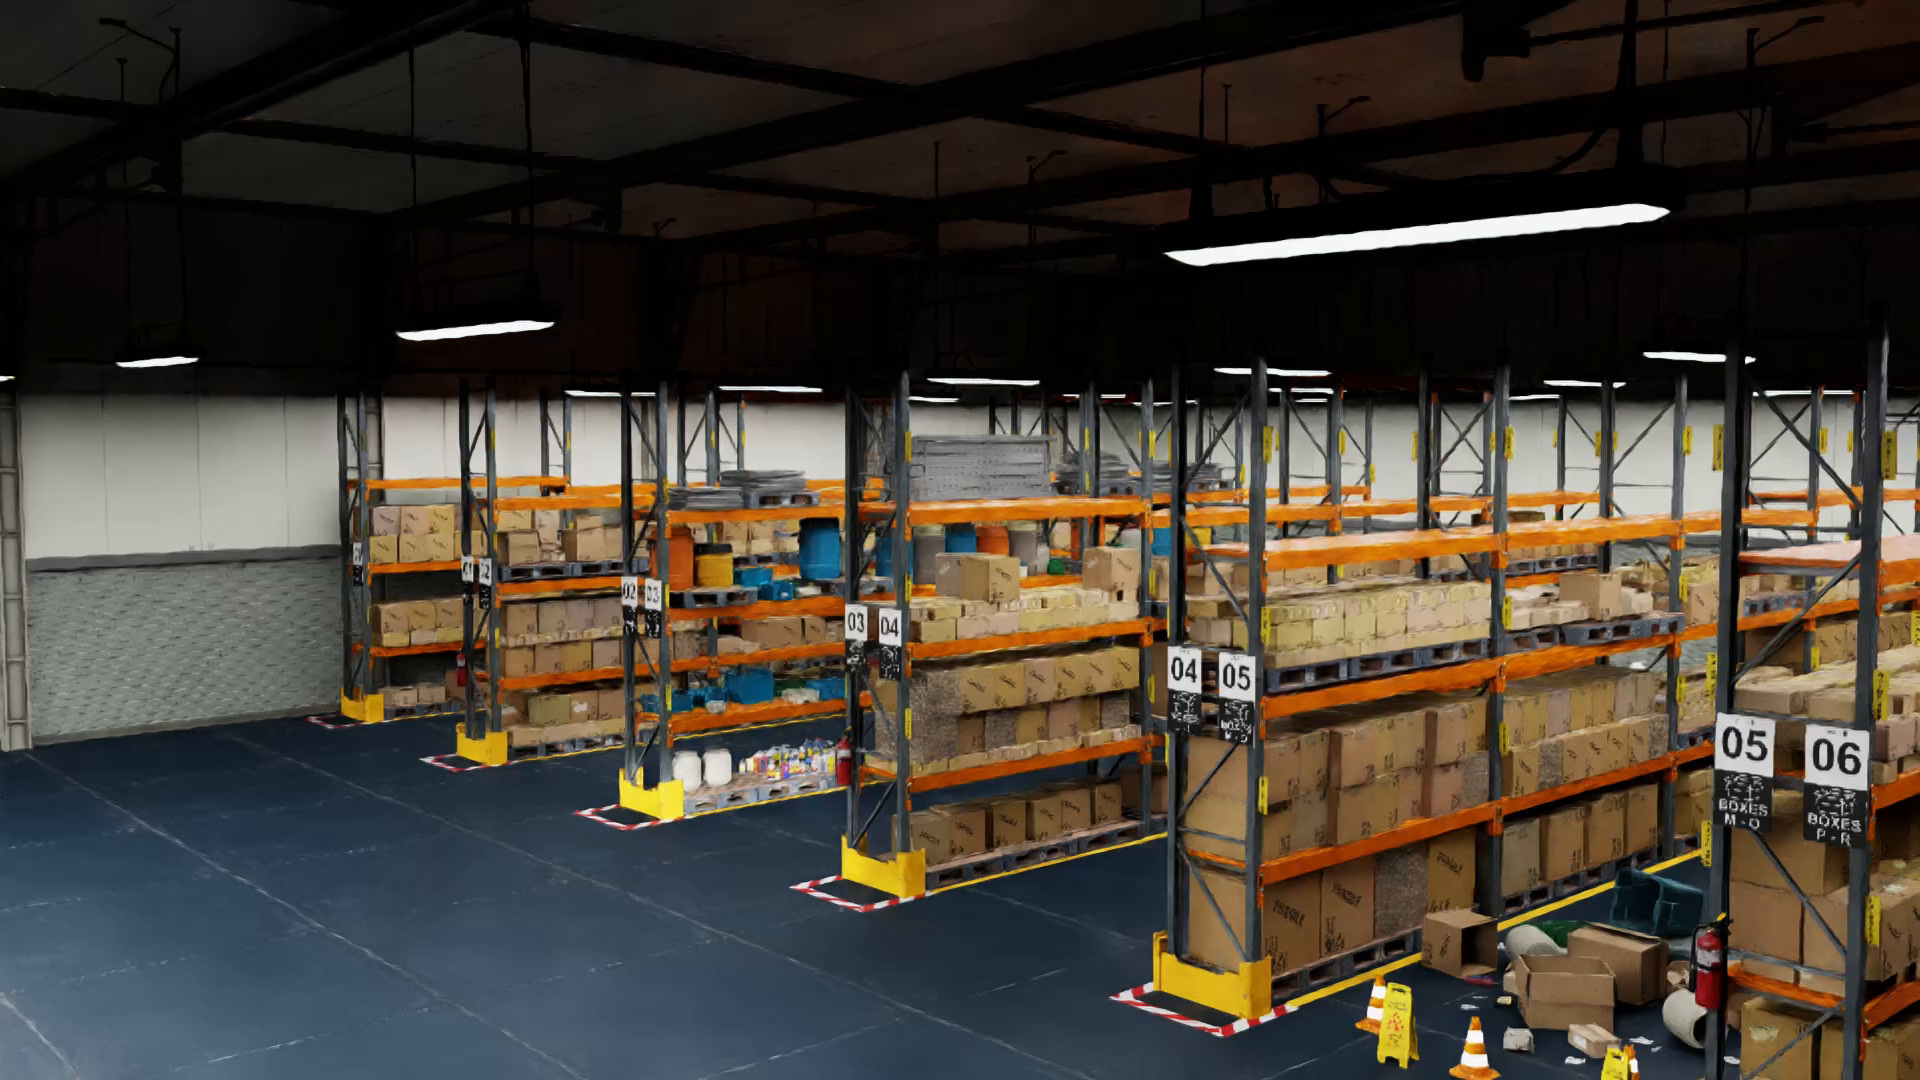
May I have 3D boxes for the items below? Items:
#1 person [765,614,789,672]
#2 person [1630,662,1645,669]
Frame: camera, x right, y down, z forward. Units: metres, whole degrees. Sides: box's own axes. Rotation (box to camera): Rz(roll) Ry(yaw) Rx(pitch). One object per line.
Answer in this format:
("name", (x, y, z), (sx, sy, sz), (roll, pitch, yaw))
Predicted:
("person", (-3.592, 2.232, 31.905), (1.126, 1.645, 0.542), (-3, 5, -39))
("person", (10.175, 2.673, 24.934), (0.574, 1.726, 0.677), (-4, 5, -44))
